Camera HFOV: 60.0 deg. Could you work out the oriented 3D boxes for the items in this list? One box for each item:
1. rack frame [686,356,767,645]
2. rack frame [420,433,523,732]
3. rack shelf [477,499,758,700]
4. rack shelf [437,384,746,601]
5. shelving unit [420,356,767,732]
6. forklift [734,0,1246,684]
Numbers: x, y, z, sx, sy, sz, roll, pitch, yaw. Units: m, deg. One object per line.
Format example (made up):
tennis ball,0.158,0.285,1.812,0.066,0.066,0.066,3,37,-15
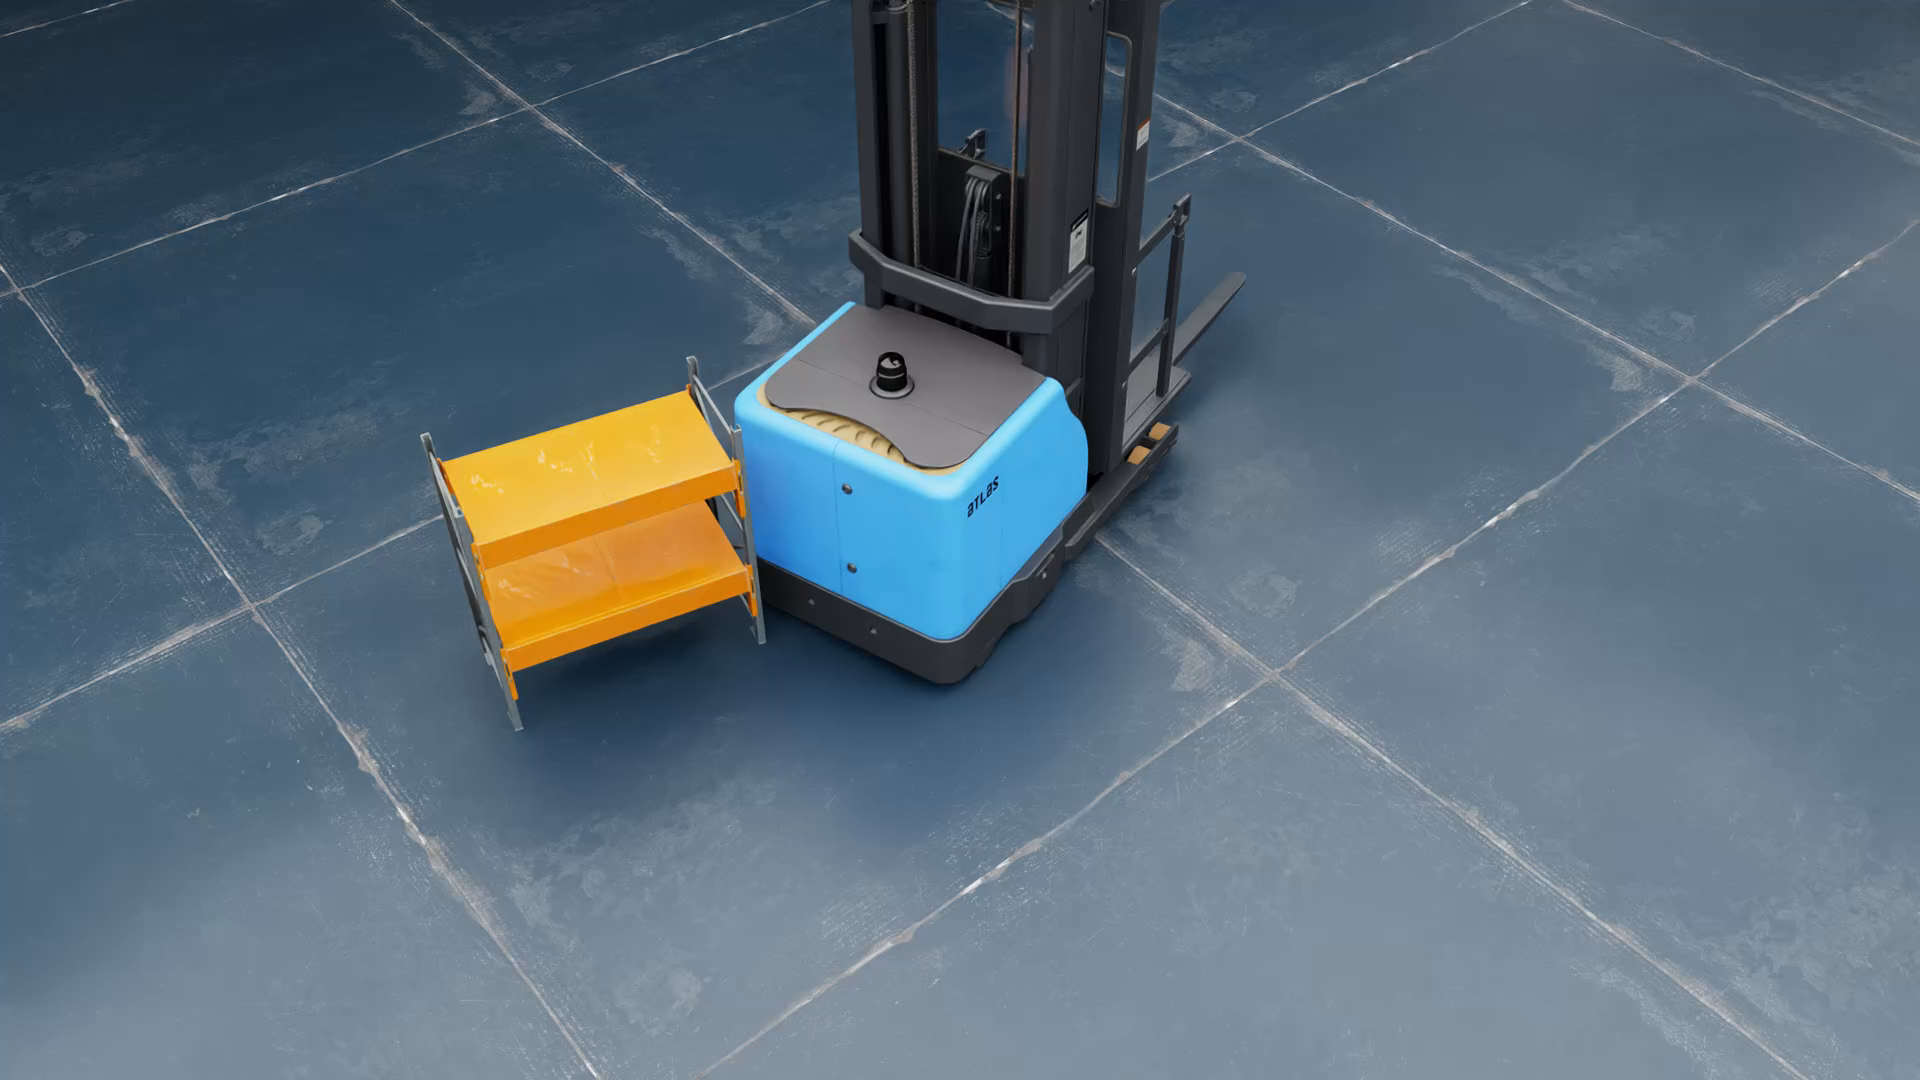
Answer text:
rack frame,-0.919,-0.137,6.575,0.032,1.125,0.500,-19,46,-19
rack frame,-1.825,0.178,6.239,0.032,1.125,0.500,-19,46,-19
rack shelf,-1.372,0.199,6.574,1.000,0.278,0.538,-19,46,-19
rack shelf,-1.372,-0.193,6.206,1.000,0.278,0.538,-19,46,-19
shelving unit,-1.372,0.020,6.407,1.048,1.125,0.538,-19,46,-19
forklift,0.343,-1.488,6.693,1.130,2.935,3.031,24,48,23
